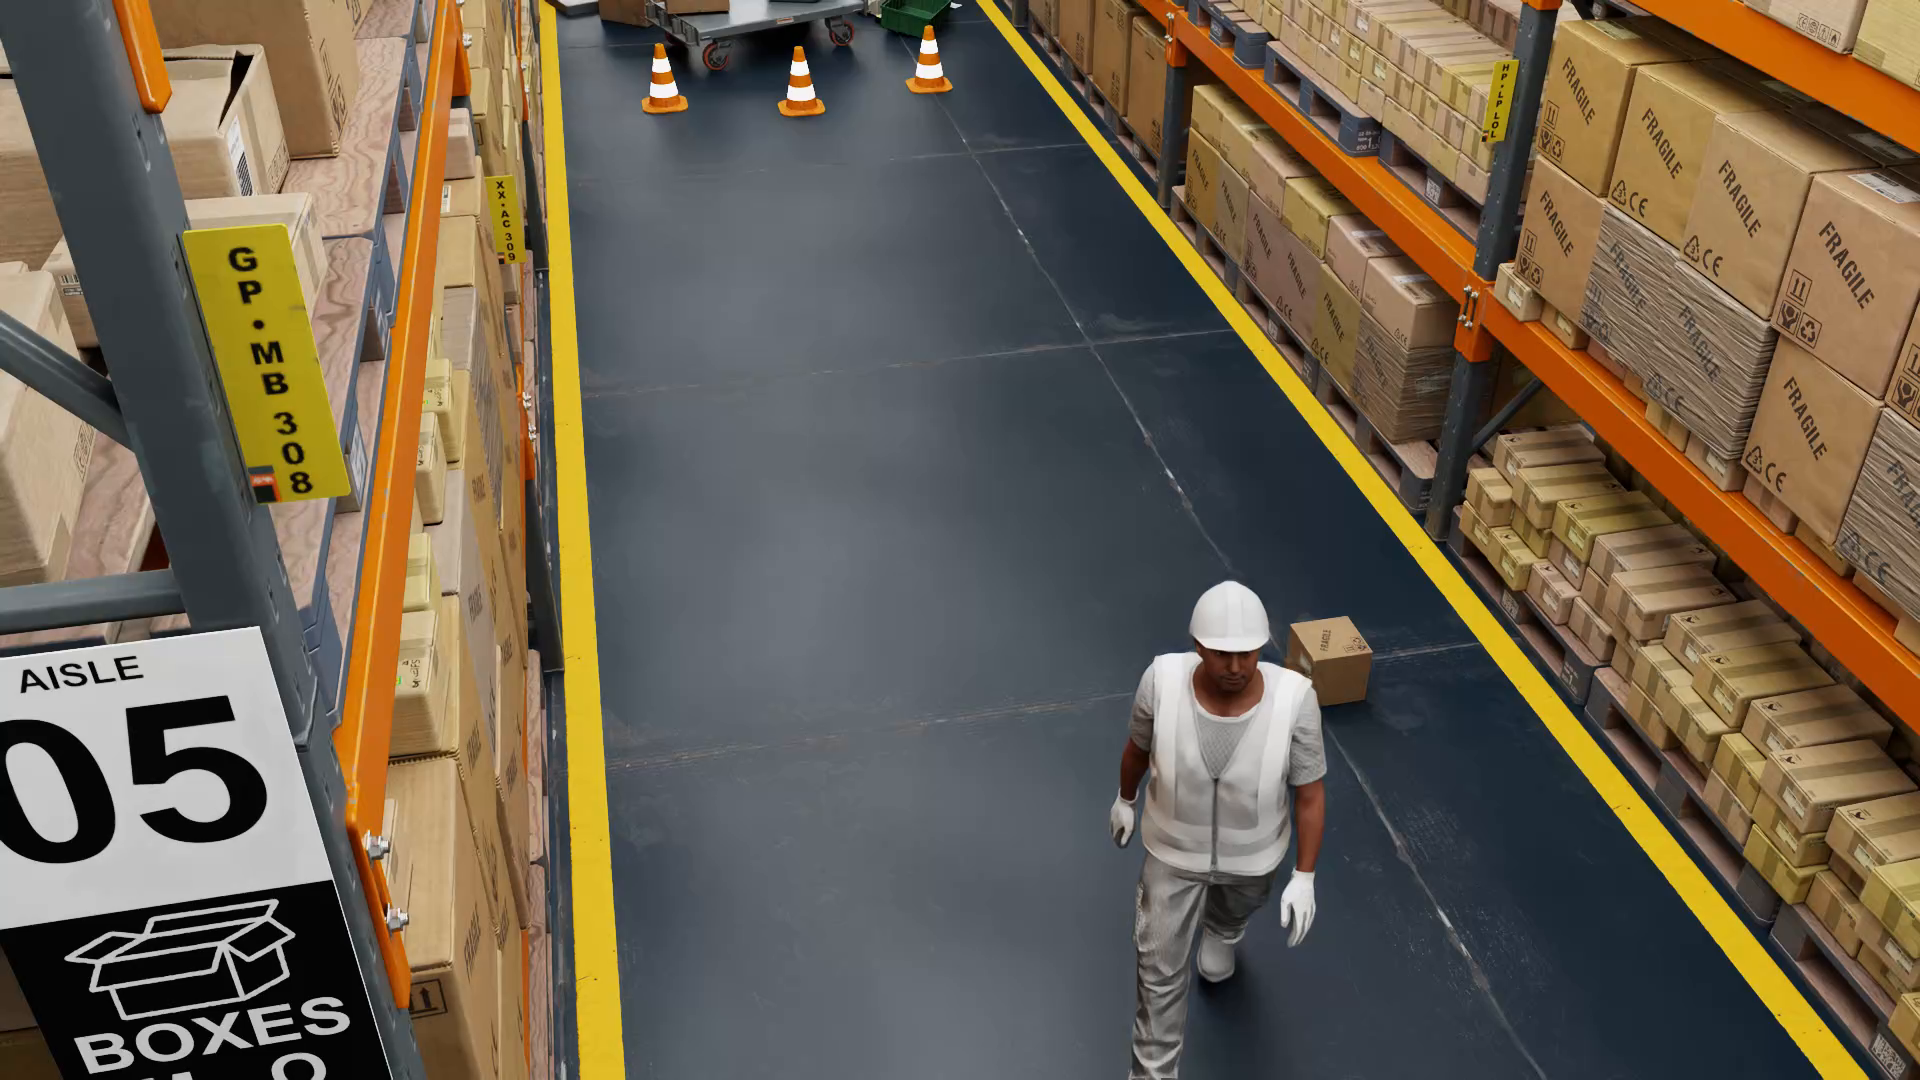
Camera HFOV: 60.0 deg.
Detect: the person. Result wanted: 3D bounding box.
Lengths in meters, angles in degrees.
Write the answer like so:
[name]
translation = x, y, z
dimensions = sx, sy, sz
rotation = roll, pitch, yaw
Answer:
[person]
translation = 0.725, 0.902, 4.783
dimensions = 0.597, 1.726, 1.083
rotation = 4, 34, 6
